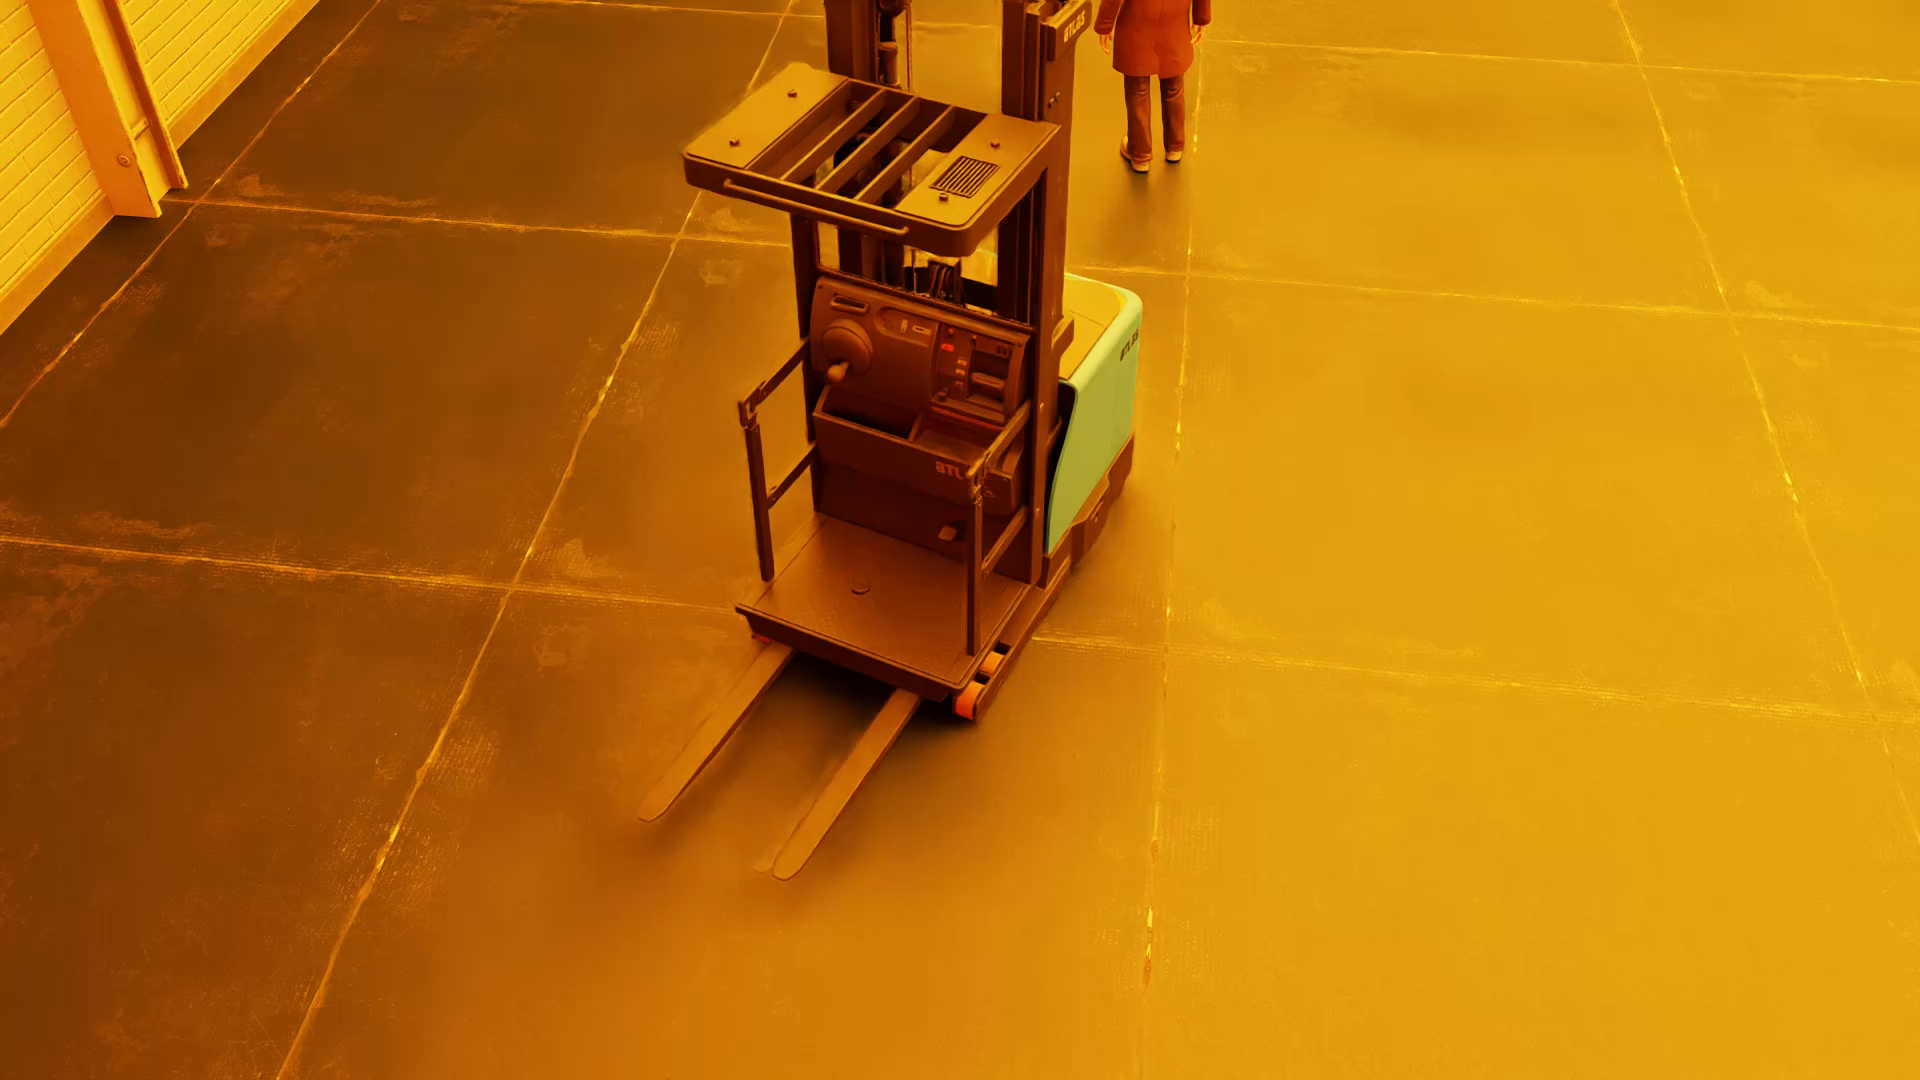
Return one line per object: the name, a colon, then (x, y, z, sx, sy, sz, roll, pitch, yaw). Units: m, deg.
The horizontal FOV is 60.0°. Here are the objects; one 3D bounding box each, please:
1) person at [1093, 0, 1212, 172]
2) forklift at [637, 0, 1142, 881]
person: (1.133, -3.069, 9.906, 0.697, 1.775, 0.582, -2, 43, -3)
forklift: (-0.269, -0.663, 6.446, 1.130, 2.935, 3.031, 19, 46, 19)
